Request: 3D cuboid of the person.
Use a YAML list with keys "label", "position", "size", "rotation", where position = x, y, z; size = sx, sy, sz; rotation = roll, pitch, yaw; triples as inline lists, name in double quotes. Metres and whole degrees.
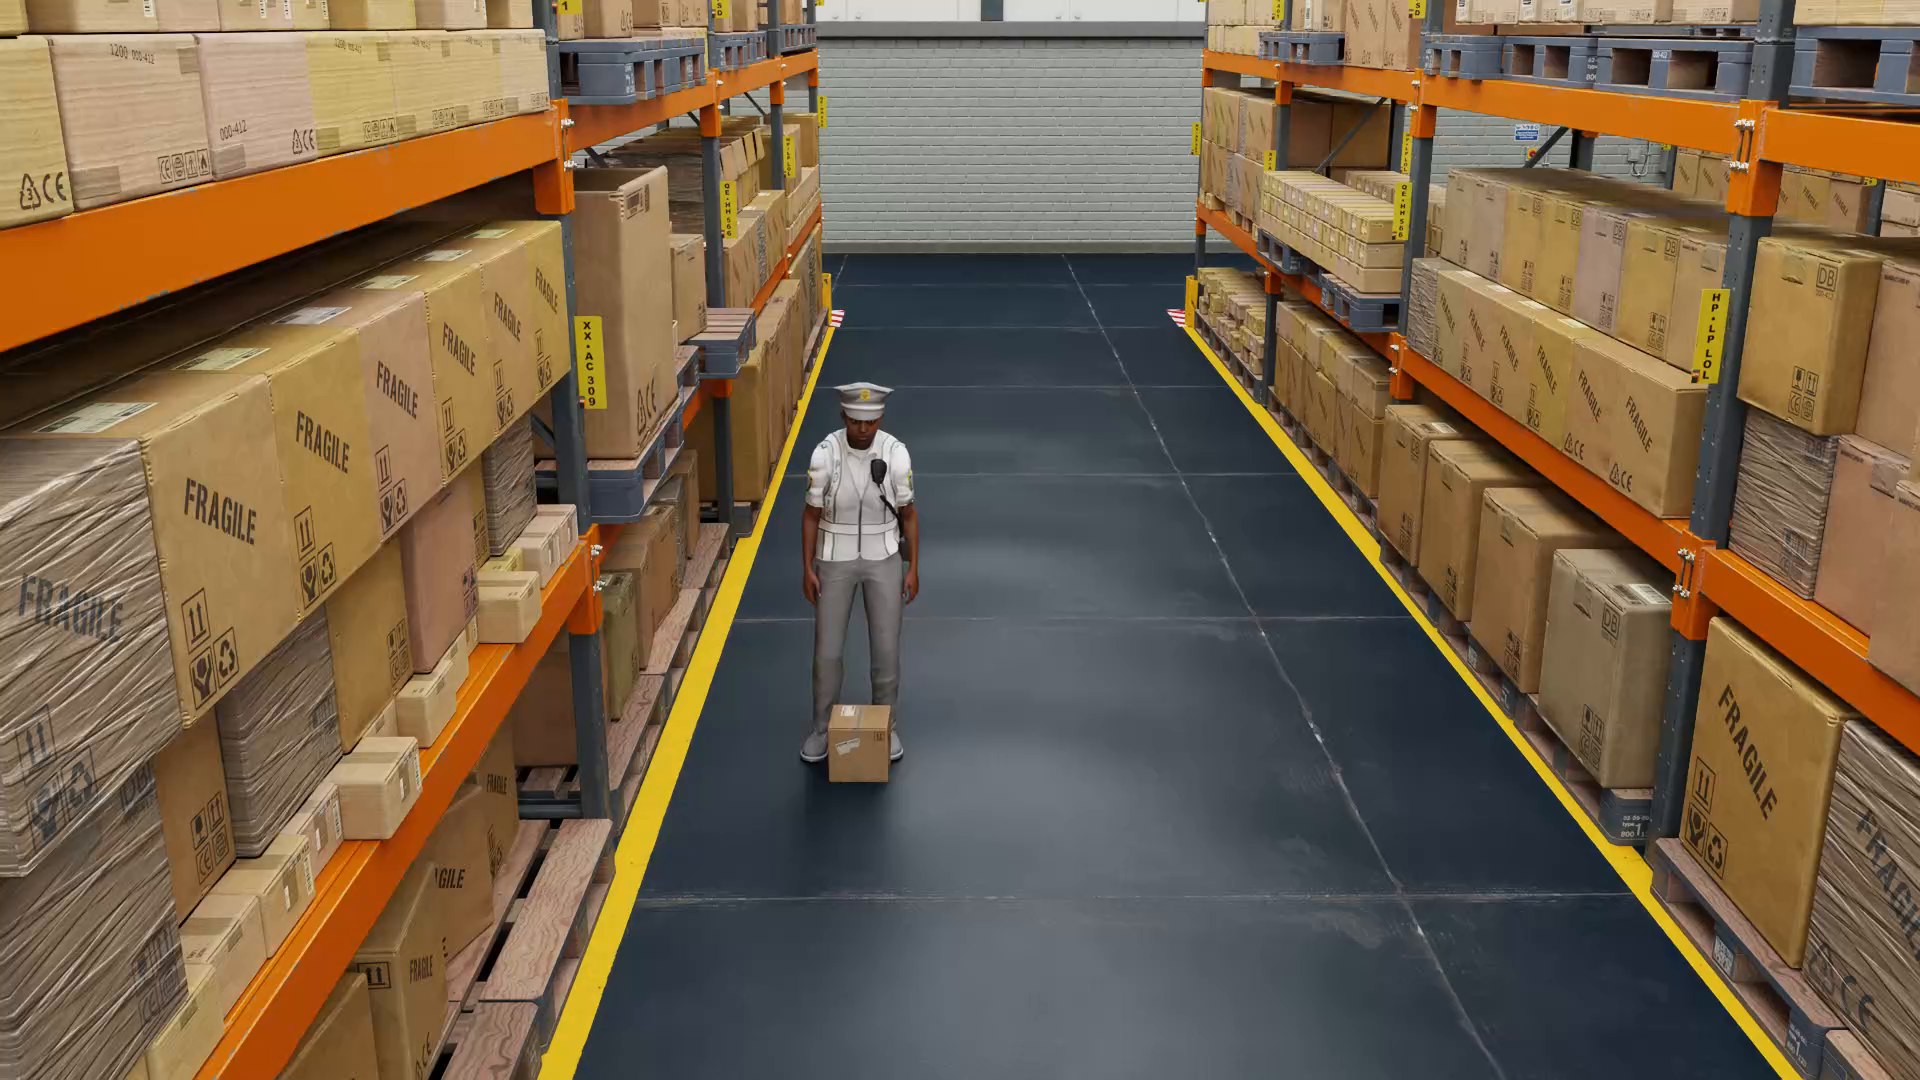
- label: "person"
  position: [-0.437, 0.138, 7.099]
  size: [0.529, 1.661, 0.321]
  rotation: [-1, 17, -3]
